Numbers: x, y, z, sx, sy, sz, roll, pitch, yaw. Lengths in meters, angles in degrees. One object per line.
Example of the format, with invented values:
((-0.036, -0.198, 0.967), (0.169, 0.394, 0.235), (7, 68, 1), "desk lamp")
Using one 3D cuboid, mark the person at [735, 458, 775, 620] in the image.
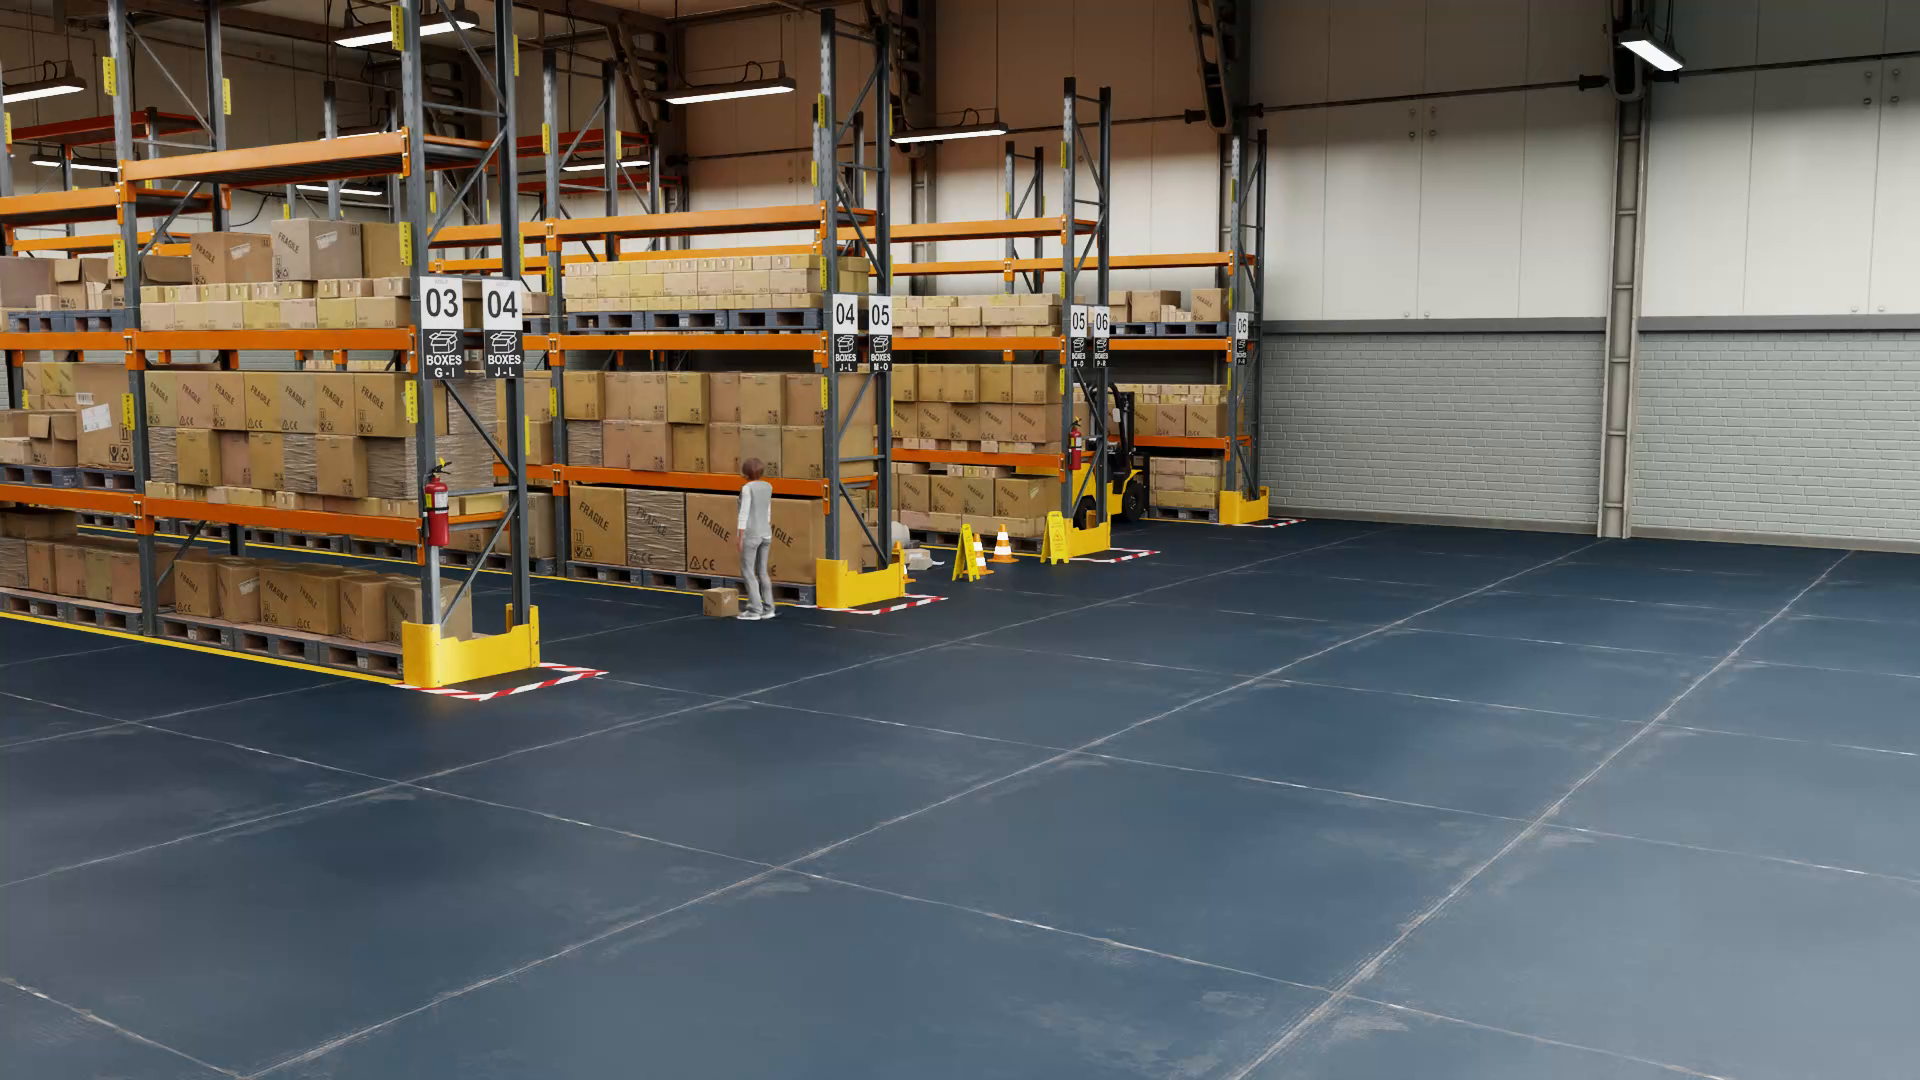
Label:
((-2.021, -0.006, 16.305), (0.303, 1.598, 0.407), (5, 8, 35), "person")
